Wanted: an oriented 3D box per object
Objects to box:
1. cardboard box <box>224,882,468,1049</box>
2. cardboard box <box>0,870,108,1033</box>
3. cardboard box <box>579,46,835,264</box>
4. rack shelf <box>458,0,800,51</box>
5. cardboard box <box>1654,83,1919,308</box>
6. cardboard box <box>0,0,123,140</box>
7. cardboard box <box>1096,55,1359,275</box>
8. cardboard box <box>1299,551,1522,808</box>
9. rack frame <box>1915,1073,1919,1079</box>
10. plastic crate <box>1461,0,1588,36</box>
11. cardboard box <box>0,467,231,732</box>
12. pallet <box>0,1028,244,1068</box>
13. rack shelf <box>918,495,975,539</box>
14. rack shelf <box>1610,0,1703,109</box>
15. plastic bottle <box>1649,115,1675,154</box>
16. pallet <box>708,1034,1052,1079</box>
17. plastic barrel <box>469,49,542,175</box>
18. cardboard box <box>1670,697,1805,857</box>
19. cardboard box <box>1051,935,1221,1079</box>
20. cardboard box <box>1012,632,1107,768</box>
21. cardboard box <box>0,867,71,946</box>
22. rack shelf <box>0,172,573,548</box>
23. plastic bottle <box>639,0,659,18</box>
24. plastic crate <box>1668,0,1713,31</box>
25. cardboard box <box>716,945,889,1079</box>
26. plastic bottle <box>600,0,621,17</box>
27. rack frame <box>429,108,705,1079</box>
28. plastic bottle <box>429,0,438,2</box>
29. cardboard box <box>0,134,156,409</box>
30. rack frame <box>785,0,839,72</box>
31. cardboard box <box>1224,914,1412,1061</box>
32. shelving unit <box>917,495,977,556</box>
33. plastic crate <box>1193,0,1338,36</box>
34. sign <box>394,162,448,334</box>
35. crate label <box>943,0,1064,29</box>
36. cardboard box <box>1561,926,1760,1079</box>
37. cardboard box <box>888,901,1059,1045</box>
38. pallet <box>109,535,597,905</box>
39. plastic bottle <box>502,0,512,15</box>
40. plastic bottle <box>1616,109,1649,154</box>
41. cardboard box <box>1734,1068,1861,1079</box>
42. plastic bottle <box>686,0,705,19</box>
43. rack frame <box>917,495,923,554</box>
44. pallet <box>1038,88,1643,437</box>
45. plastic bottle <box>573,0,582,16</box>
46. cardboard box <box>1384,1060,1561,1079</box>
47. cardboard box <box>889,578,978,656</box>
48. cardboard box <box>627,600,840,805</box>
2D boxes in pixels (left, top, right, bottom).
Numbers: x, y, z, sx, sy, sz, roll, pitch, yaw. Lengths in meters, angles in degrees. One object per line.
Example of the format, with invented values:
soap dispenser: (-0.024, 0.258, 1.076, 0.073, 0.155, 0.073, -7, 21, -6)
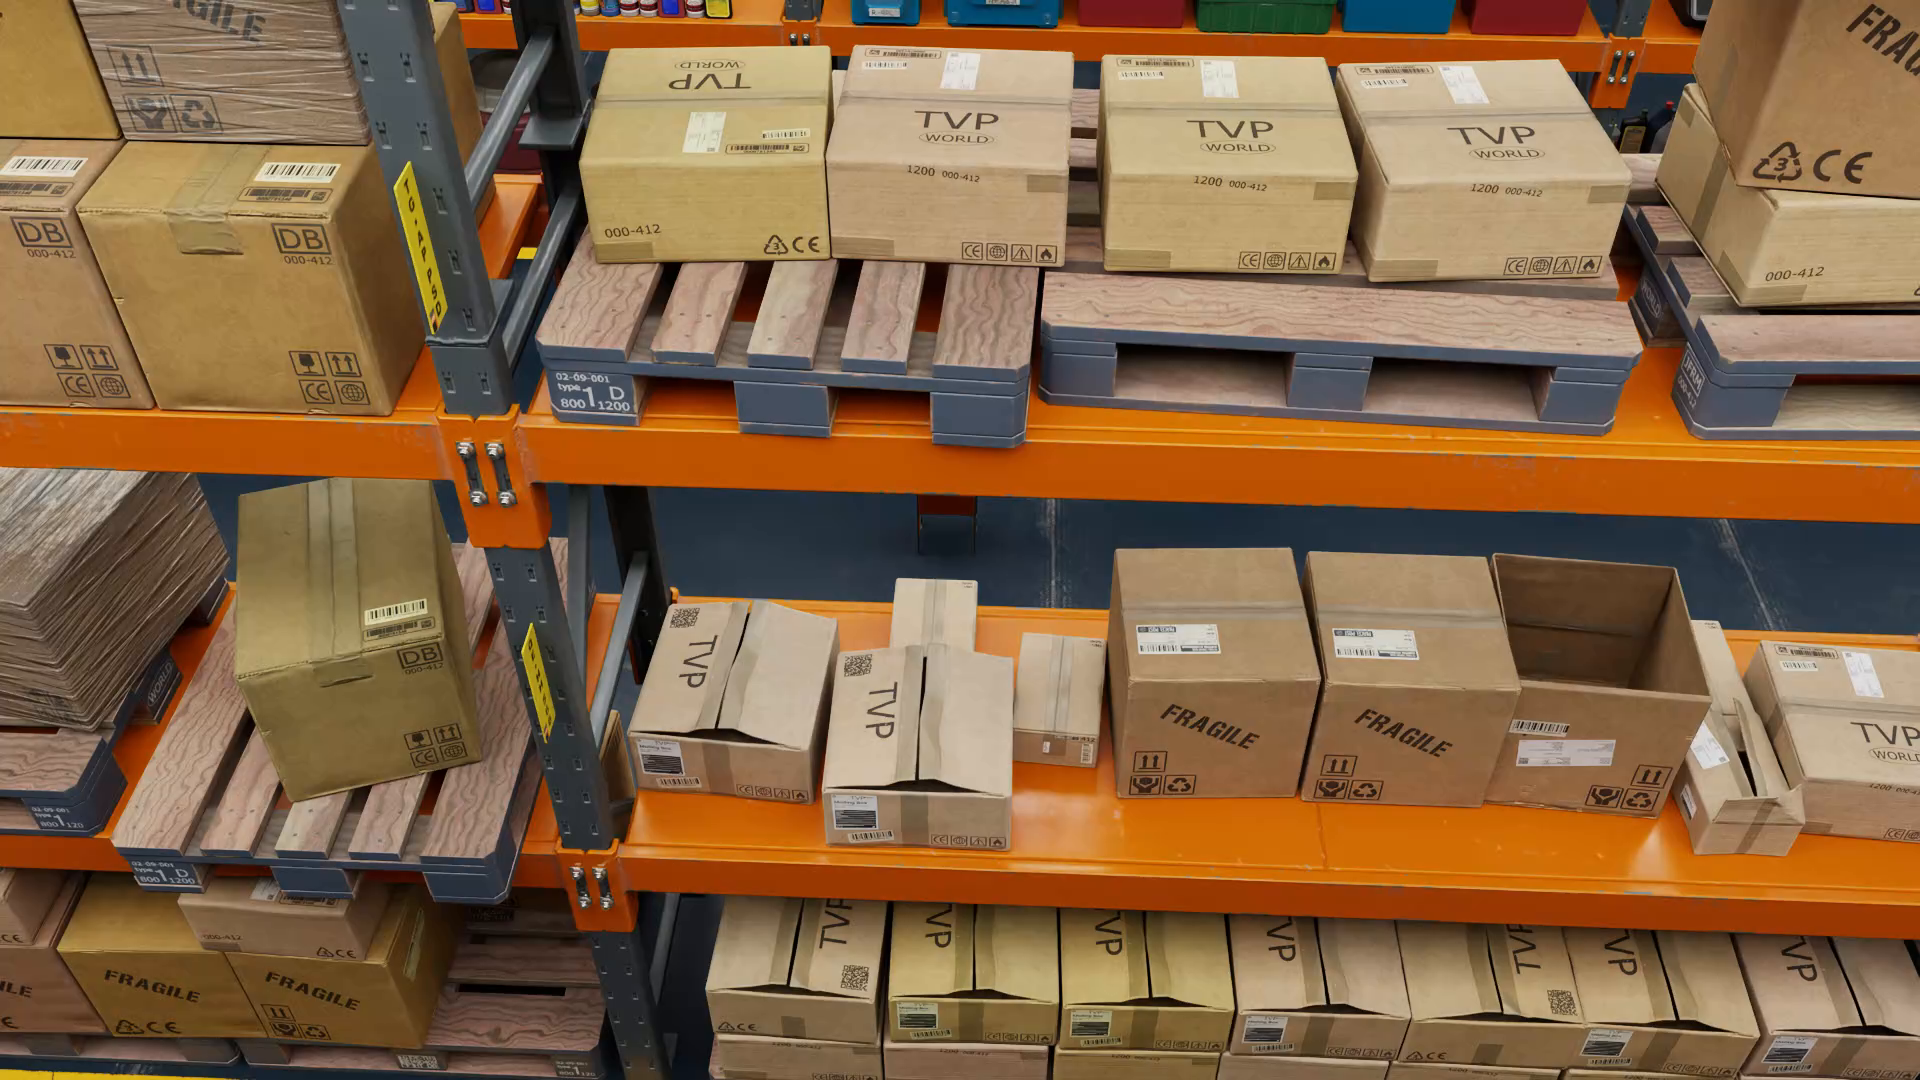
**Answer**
cardboard box: (-1.935, 1.253, 5.301, 0.500, 0.500, 0.500, 3, 43, 4)
cardboard box: (-2.977, 1.225, 5.331, 0.500, 0.500, 0.500, 0, 43, 0)
cardboard box: (-0.535, -0.853, 3.651, 0.500, 0.250, 0.500, -1, 43, -1)
rack shelf: (-2.761, -2.803, 8.671, 4.000, 0.370, 1.077, 2, 43, 2)
cardboard box: (1.842, -0.746, 3.537, 0.500, 0.250, 0.500, -2, 43, -2)
cardboard box: (-1.935, -1.165, 3.378, 0.500, 0.500, 0.500, 2, 43, 2)
cardboard box: (0.561, -0.823, 3.620, 0.500, 0.250, 0.500, 1, 43, 1)
cardboard box: (1.213, 0.388, 4.645, 0.500, 0.500, 0.500, 2, 43, 2)
rack frame: (3.006, 0.491, 4.608, 0.127, 3.000, 1.000, 2, 43, 2)
plastic crate: (2.735, -2.712, 7.999, 0.583, 0.464, 0.402, 2, 43, 2)
cardboard box: (-2.530, 0.077, 4.670, 0.500, 0.500, 0.700, 9, 44, 10)
pallet: (-2.950, 1.301, 5.784, 1.213, 0.211, 1.003, 2, 43, 2)
rack shelf: (-0.053, -0.175, 7.176, 0.240, 0.259, 0.215, 2, 43, 2)
rack shelf: (5.230, -2.557, 8.408, 4.000, 0.370, 1.077, 2, 43, 2)
plastic bottle: (3.882, -2.152, 9.065, 0.185, 0.351, 0.144, 2, 43, 2)
pallet: (-0.170, 1.440, 5.634, 1.213, 0.211, 1.003, 2, 43, 2)
plastic barrel: (-2.381, -2.314, 9.080, 0.708, 0.588, 0.600, 2, 43, 2)
cardboard box: (2.119, 0.638, 4.548, 0.258, 0.266, 0.396, 1, 43, 1)
cardboard box: (0.541, 1.463, 5.273, 0.500, 0.250, 0.500, 1, 43, 1)
cardboard box: (0.286, 0.461, 4.824, 0.250, 0.149, 0.380, 5, 43, 5)
cardboard box: (-3.014, 0.951, 5.075, 0.500, 0.250, 0.500, 1, 43, 1)
rack shelf: (-2.988, -0.527, 4.028, 4.000, 0.370, 1.077, 2, 43, 2)
plastic bottle: (-1.532, -2.677, 8.154, 0.097, 0.201, 0.097, 0, 43, 0)
plastic crate: (3.750, -2.756, 8.139, 0.504, 0.338, 0.767, 2, 43, 2)
cardboard box: (-0.480, 1.437, 5.302, 0.500, 0.250, 0.500, 2, 43, 2)
plastic bottle: (-1.726, -2.708, 8.137, 0.097, 0.271, 0.097, 0, 43, 0)
rack frame: (-0.990, 0.368, 4.739, 0.127, 3.000, 1.000, 2, 43, 2)
plastic bottle: (-2.647, -2.729, 8.149, 0.133, 0.283, 0.061, 2, 43, 2)
cardboard box: (-1.937, -0.772, 3.690, 0.500, 0.500, 0.910, 2, 43, 2)
rack frame: (-0.763, -3.005, 8.360, 0.127, 3.000, 1.000, 2, 43, 2)
cardboard box: (1.068, 1.275, 5.064, 0.500, 0.311, 0.500, 1, 43, 1)
shelving unit: (-0.053, -0.386, 6.979, 0.252, 1.050, 0.215, 2, 43, 2)
plastic crate: (1.480, -2.665, 8.152, 0.662, 0.188, 0.450, 2, 43, 2)
sign: (-1.017, -0.549, 3.144, 0.005, 0.325, 0.100, 2, 43, 2)
crate label: (0.217, -2.803, 8.118, 0.616, 0.435, 0.502, 2, 43, 2)
cardboard box: (2.068, 1.309, 5.027, 0.500, 0.311, 0.500, 3, 43, 3)
cardboard box: (0.045, 1.242, 5.099, 0.500, 0.311, 0.500, 1, 43, 1)
pallet: (-1.671, 0.465, 4.776, 1.003, 0.211, 1.213, 2, 43, 2)
plastic bottle: (-2.213, -2.698, 8.176, 0.097, 0.201, 0.097, 0, 43, 0)
plastic bottle: (3.728, -2.259, 9.229, 0.133, 0.283, 0.061, 4, 43, 4)
cardboard box: (2.578, 1.528, 5.204, 0.500, 0.250, 0.500, 1, 43, 1)
plastic bottle: (-1.301, -2.670, 8.146, 0.097, 0.201, 0.097, 0, 43, 0)
rack frame: (-0.175, -0.390, 6.983, 0.008, 1.050, 0.200, 2, 43, 2)
pallet: (0.809, -0.668, 3.790, 1.213, 0.211, 1.003, 4, 43, 4)
plastic bottle: (-1.921, -2.714, 8.143, 0.097, 0.271, 0.097, 0, 43, 0)
cardboard box: (1.562, 1.496, 5.238, 0.500, 0.250, 0.500, 3, 43, 3)
cardboard box: (-0.079, 0.300, 4.997, 0.250, 0.149, 0.380, 2, 43, 2)
cardboard box: (-0.629, 0.442, 4.726, 0.500, 0.311, 0.500, 4, 43, 5)
